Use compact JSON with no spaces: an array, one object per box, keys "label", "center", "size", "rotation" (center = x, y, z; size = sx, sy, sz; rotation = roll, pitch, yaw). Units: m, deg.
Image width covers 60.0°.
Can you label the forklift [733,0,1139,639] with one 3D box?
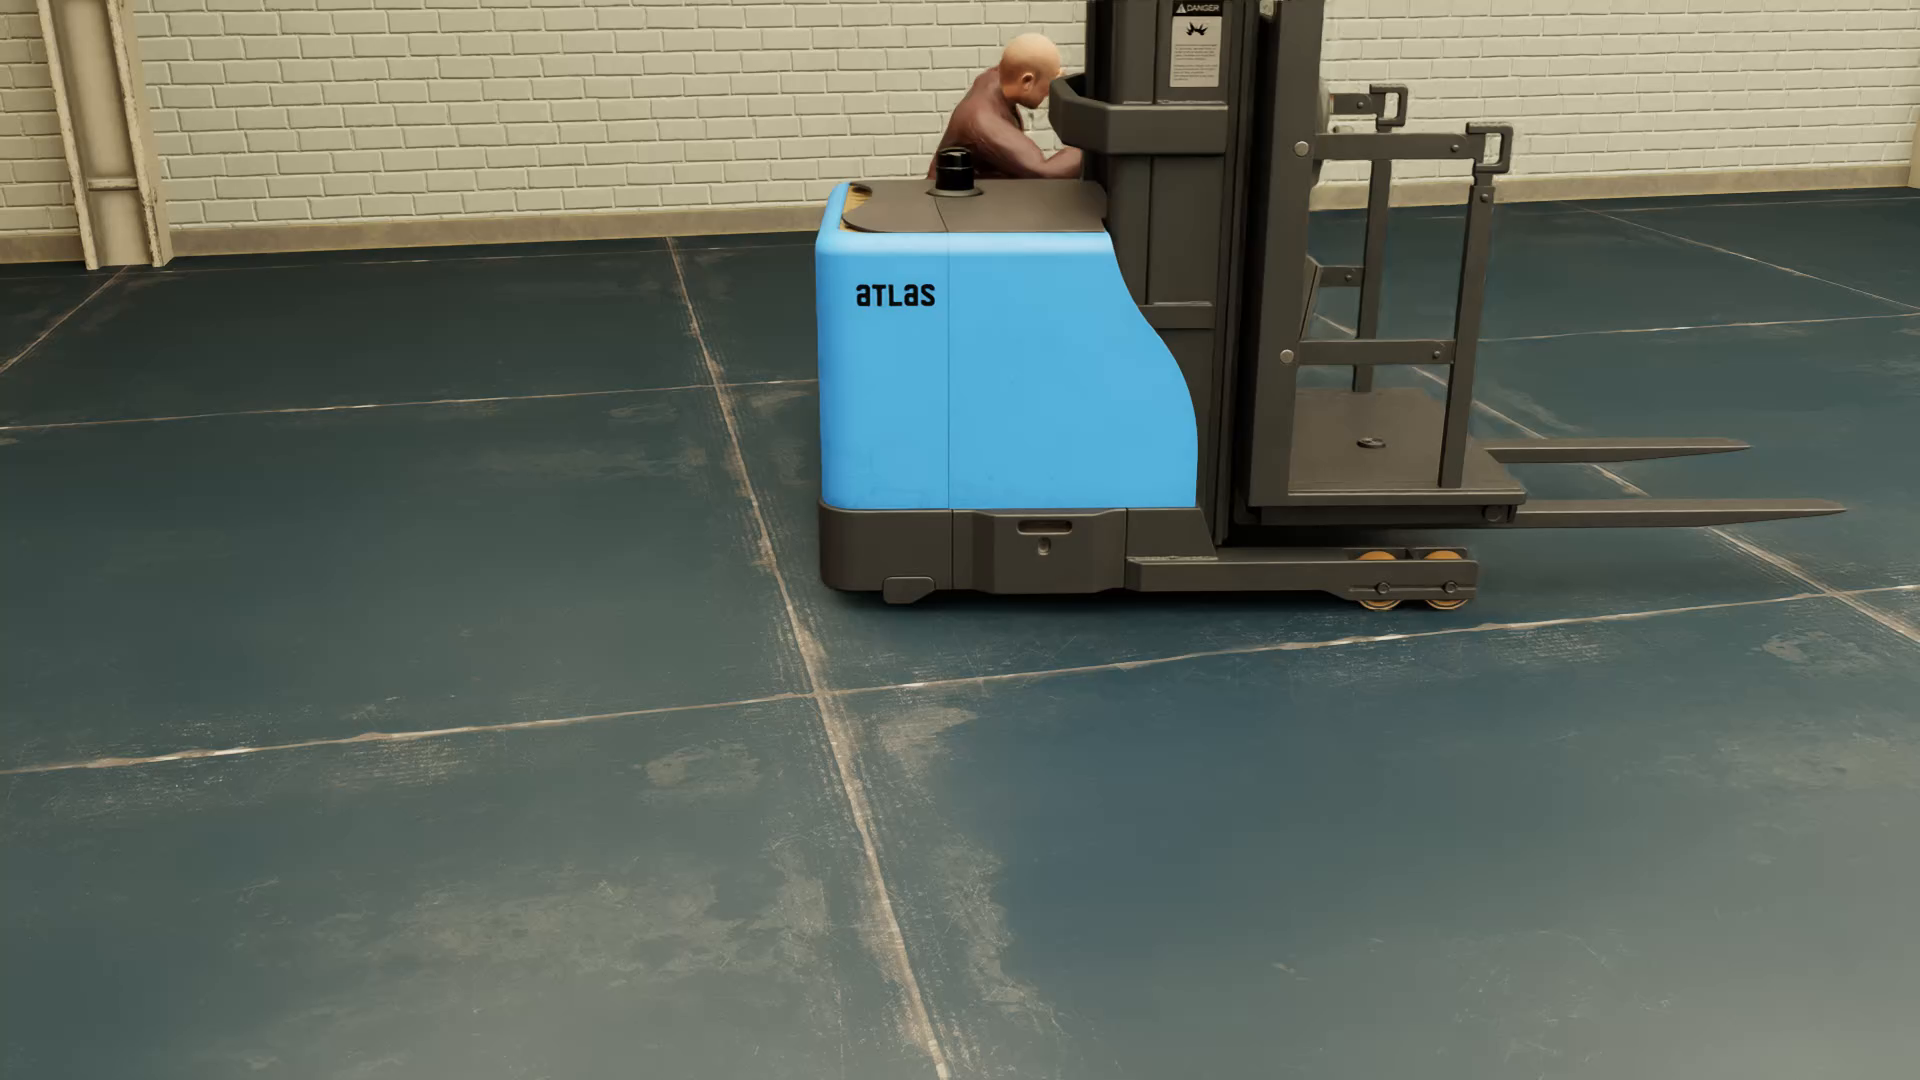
[{"label":"forklift","center":[-0.029,-1.583,5.335],"size":[1.130,2.935,3.031],"rotation":[0,21,1]}]
